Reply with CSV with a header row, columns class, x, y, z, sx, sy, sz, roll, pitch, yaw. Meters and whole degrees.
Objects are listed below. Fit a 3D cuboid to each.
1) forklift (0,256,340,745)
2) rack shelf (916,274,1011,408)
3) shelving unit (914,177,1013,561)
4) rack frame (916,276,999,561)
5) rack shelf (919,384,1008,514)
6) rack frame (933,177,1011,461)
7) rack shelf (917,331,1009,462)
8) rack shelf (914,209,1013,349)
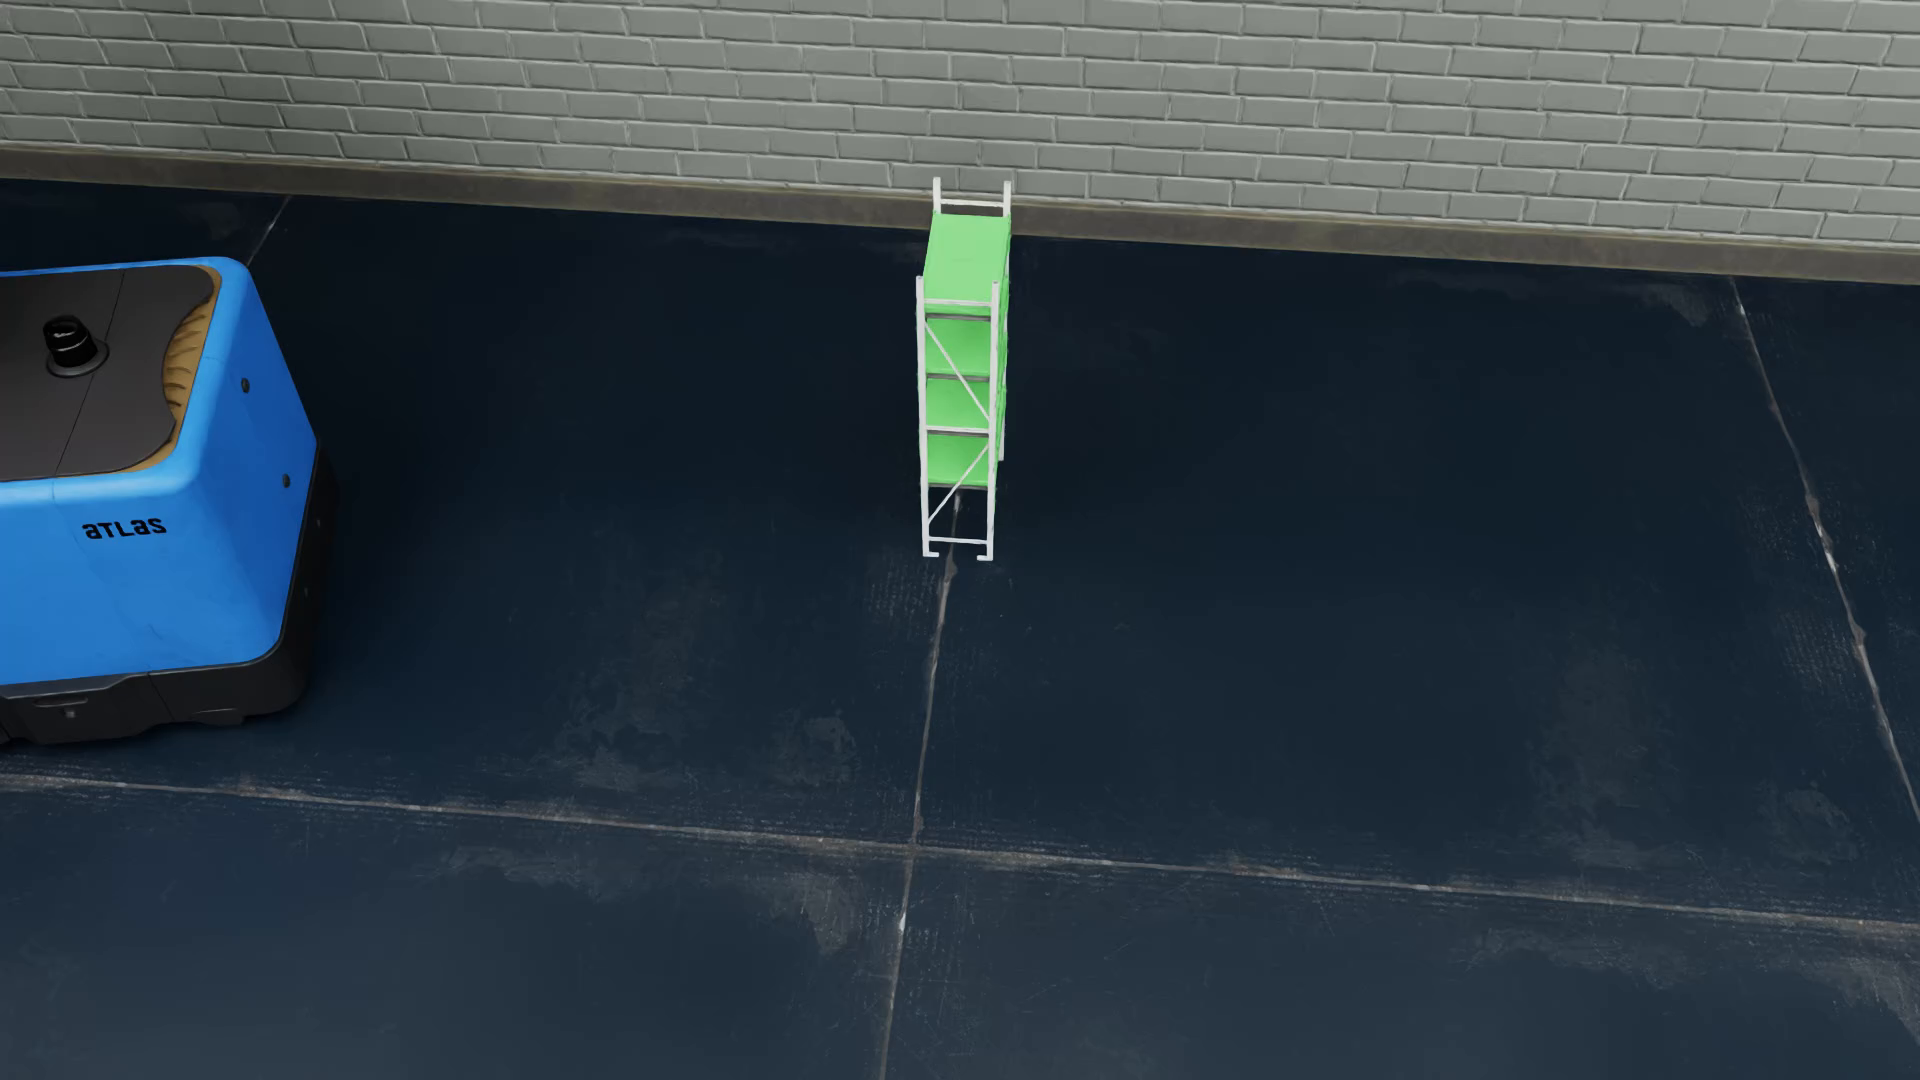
class,x,y,z,sx,sy,sz,roll,pitch,yaw
forklift,-3.613,-0.658,4.366,3.031,2.935,1.130,-5,48,-5
rack shelf,0.015,-0.645,5.289,0.258,0.148,0.480,4,48,4
shelving unit,0.015,-0.527,5.419,0.258,1.200,0.503,4,48,4
rack frame,-0.007,-0.347,5.255,0.240,1.200,0.015,4,48,4
rack shelf,0.015,-0.321,5.643,0.258,0.148,0.480,4,48,4
rack frame,0.037,-0.706,5.583,0.240,1.200,0.015,4,48,4
rack shelf,0.015,-0.483,5.466,0.258,0.148,0.480,4,48,4
rack shelf,0.015,-0.807,5.111,0.258,0.148,0.480,4,48,4
